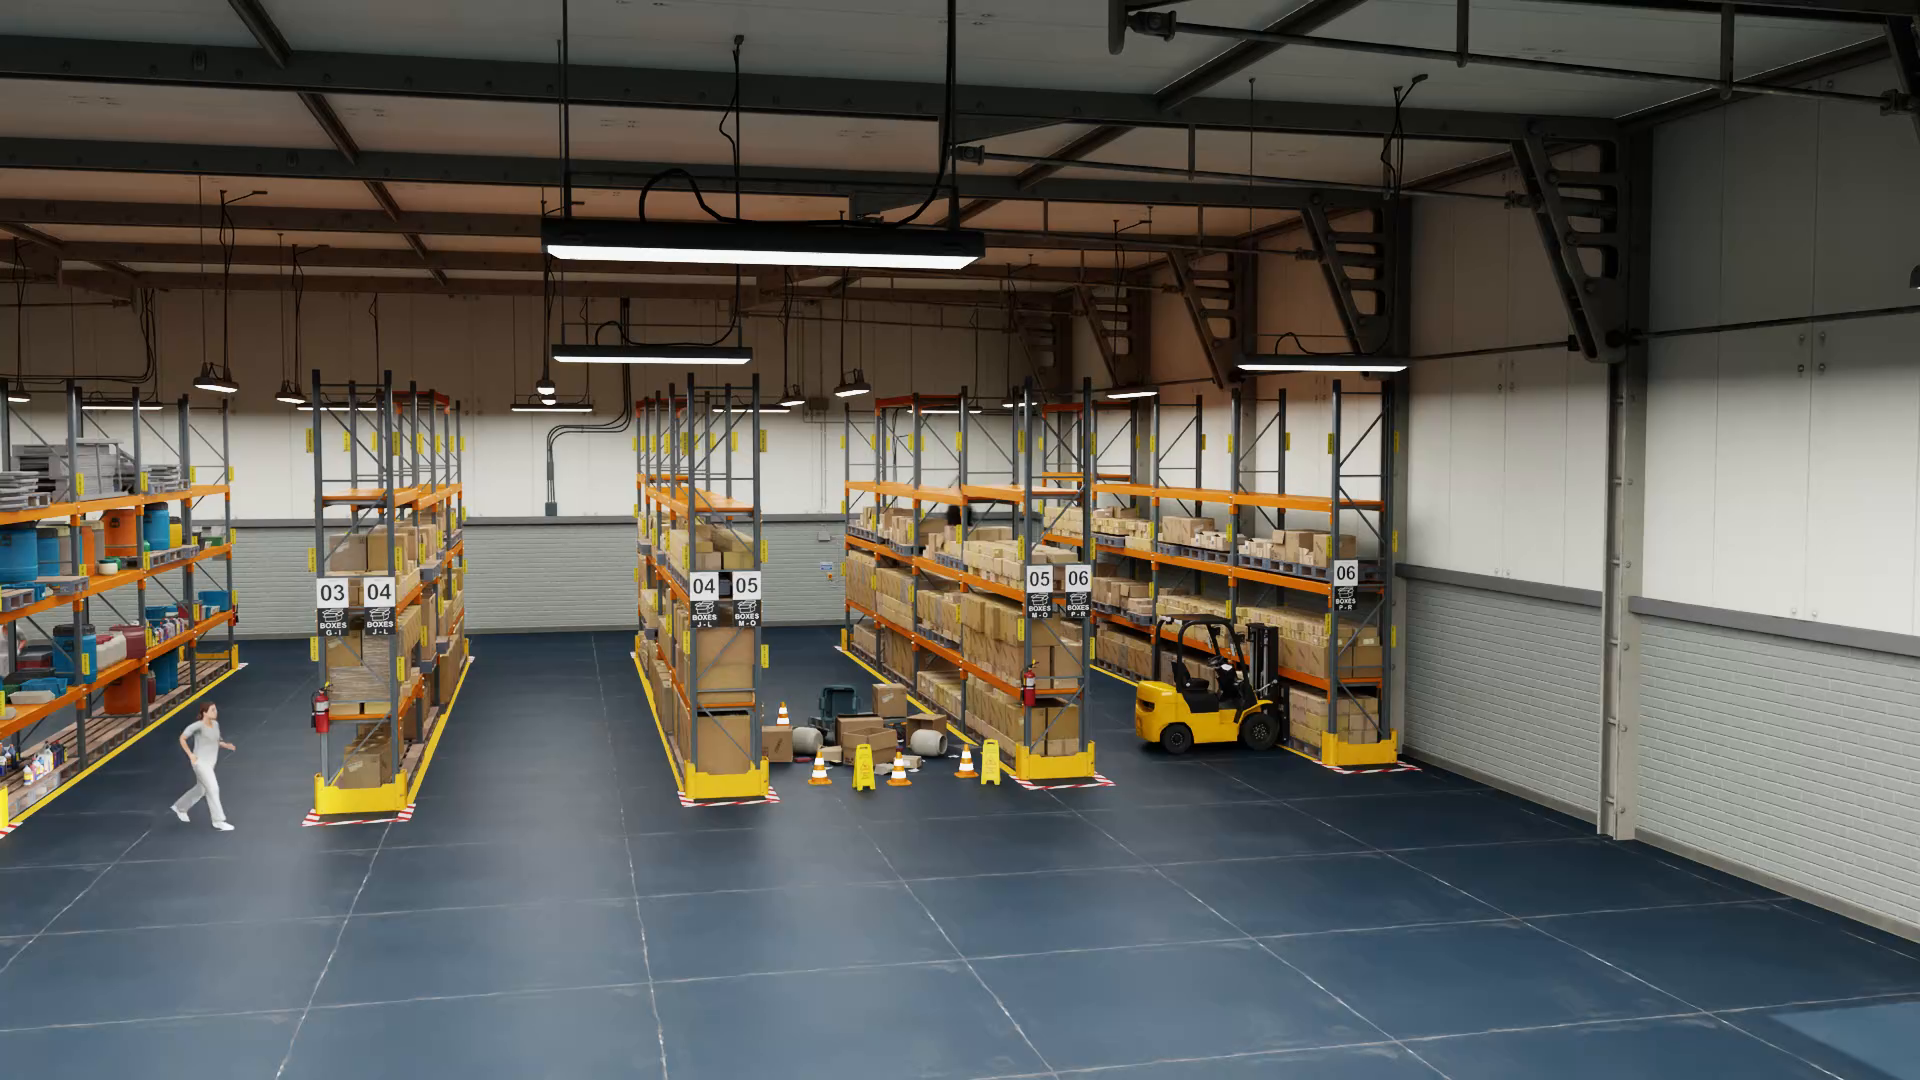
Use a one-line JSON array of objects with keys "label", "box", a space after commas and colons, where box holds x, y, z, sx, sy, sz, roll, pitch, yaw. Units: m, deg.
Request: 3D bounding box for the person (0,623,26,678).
[{"label": "person", "box": [-18.590, 2.277, 32.439, 0.669, 1.714, 0.705, -2, 4, -28]}]

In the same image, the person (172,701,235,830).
[{"label": "person", "box": [-9.834, 2.913, 21.603, 0.927, 1.659, 0.538, 1, 3, 11]}]
